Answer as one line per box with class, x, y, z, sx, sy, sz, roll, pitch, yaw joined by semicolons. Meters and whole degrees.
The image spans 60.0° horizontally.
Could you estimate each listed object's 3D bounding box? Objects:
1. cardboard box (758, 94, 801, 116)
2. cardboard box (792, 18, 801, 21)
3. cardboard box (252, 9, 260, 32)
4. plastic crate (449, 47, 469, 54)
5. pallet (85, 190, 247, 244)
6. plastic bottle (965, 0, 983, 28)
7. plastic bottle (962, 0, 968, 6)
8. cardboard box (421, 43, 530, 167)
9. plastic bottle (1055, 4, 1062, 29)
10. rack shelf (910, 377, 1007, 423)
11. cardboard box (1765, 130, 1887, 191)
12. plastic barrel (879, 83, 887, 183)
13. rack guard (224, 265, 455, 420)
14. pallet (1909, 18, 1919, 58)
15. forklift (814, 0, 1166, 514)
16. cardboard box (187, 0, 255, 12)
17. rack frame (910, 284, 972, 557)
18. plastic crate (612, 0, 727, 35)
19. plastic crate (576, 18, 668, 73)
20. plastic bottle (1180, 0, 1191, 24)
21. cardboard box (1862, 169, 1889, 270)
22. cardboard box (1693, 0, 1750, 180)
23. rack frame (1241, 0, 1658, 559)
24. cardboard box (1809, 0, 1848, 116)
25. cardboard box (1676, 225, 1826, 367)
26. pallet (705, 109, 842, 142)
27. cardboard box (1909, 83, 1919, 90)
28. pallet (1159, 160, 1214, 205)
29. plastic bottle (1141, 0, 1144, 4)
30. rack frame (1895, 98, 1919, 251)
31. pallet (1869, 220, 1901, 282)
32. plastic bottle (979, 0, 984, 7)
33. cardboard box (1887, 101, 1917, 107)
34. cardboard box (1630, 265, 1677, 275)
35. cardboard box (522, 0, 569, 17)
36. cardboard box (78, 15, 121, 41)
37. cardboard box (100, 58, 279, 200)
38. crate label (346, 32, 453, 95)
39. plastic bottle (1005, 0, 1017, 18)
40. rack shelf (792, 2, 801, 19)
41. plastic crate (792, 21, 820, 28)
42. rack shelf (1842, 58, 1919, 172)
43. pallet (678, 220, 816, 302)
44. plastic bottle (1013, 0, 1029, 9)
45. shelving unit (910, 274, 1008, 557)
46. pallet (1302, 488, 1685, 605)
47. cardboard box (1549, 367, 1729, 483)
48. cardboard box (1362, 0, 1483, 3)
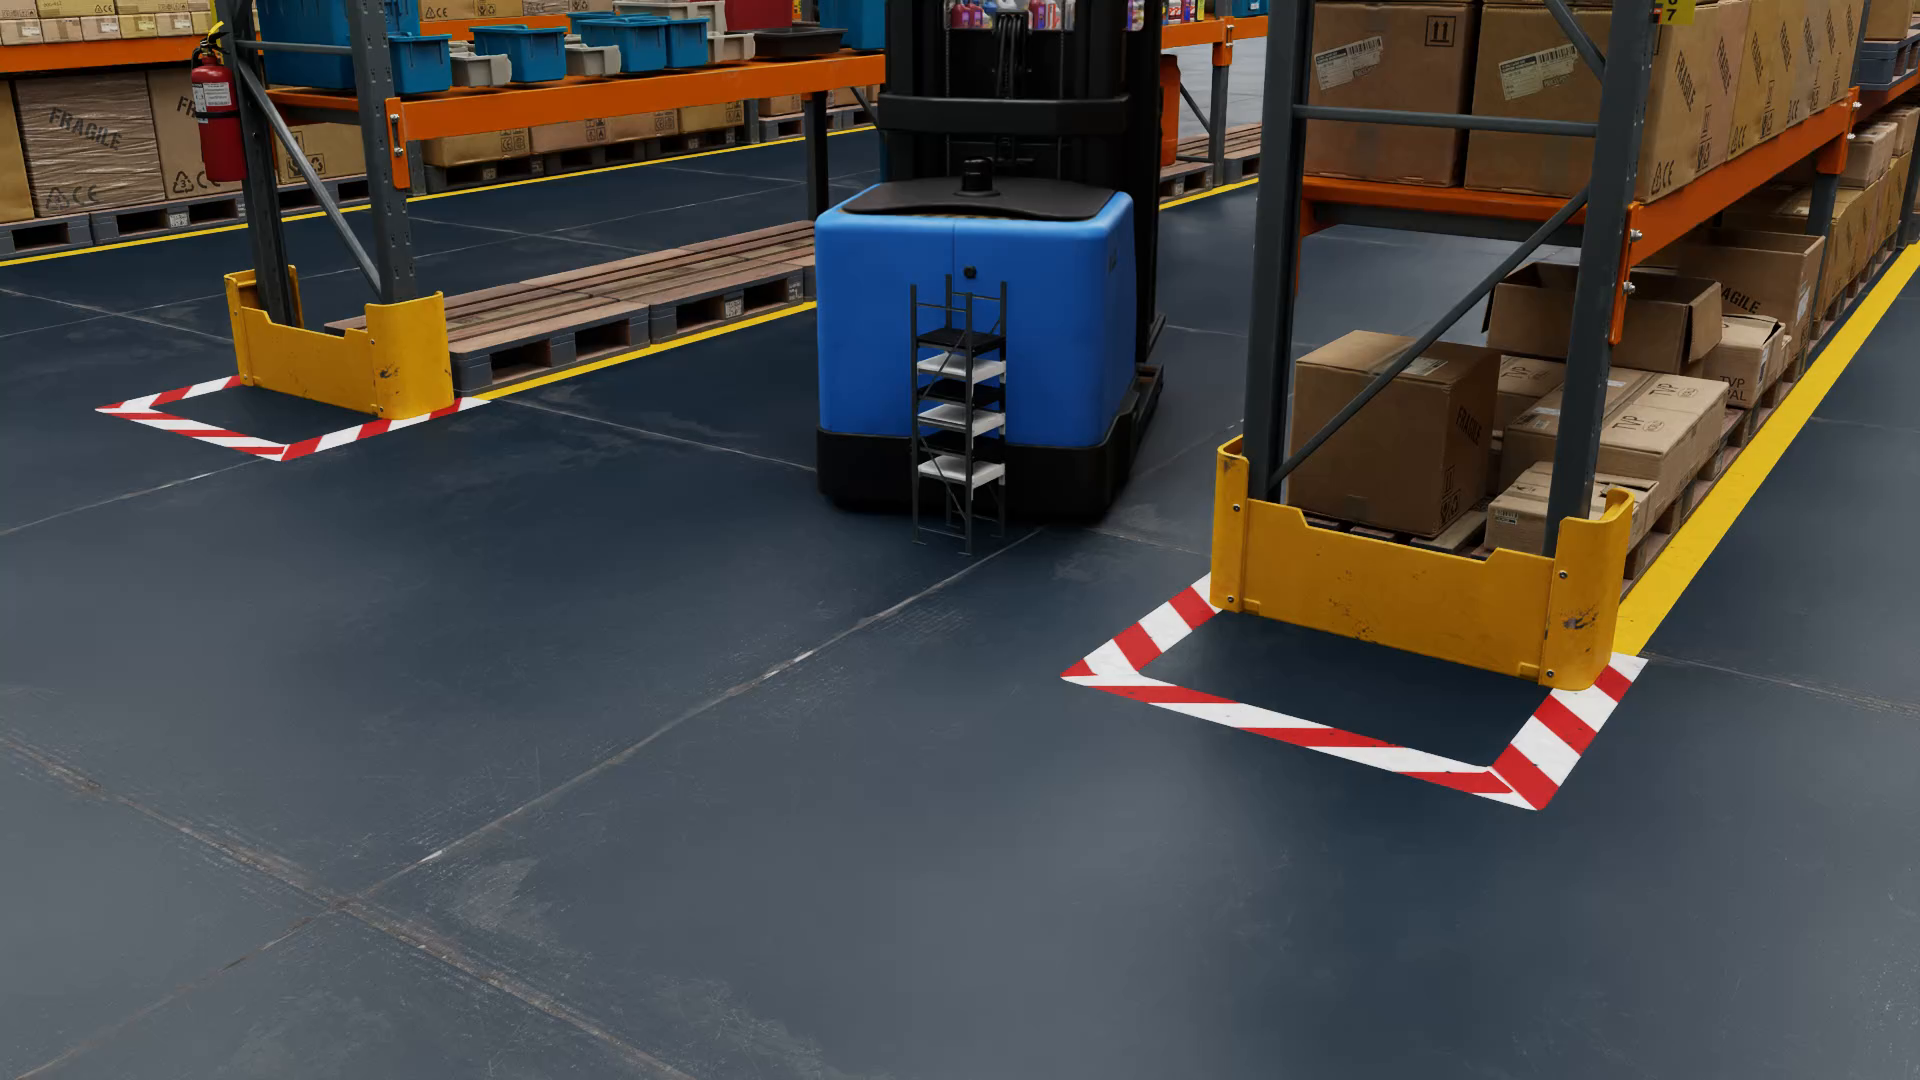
cardboard box;-2.037;-4.577;16.783;0.700;0.500;0.500;12;23;29
cardboard box;-2.764;-7.378;23.846;0.875;0.875;0.875;13;24;31
cardboard box;-5.124;-3.634;11.629;0.380;0.149;0.250;14;24;33
plastic crate;-2.489;-2.259;7.842;0.396;0.136;0.243;13;24;32
pallet;-5.823;-2.337;11.778;1.003;0.211;1.213;13;24;32
plastic bottle;0.085;-3.239;10.365;0.061;0.283;0.133;13;24;32
plastic bottle;0.008;-3.579;11.303;0.097;0.271;0.097;0;20;0
cardboard box;-4.302;-3.587;13.596;1.225;0.875;0.875;13;24;32
plastic bottle;0.635;-3.492;11.168;0.097;0.201;0.097;0;20;0
rack shelf;-0.005;-0.473;5.583;0.258;0.077;0.200;13;24;32
cardboard box;4.581;-2.030;8.817;0.500;0.250;0.500;13;24;32
plastic barrel;-0.229;-2.599;10.886;0.600;0.901;0.708;13;24;32
rack guard;-2.800;-0.904;7.487;1.175;0.500;0.348;13;24;32
pallet;4.705;-2.765;9.192;1.003;0.211;1.213;13;24;32
forklift;0.297;-1.941;6.789;1.130;2.935;3.031;4;21;11
cardboard box;-5.252;-3.795;11.488;0.500;0.250;0.500;14;24;33
rack frame;-0.062;-0.391;5.524;0.240;0.900;0.006;13;24;32
plastic crate;-1.560;-2.803;9.105;0.437;0.282;0.530;13;24;32
plastic crate;-1.646;-2.419;8.137;0.416;0.233;0.300;13;24;32
plastic bottle;1.695;-4.061;12.587;0.061;0.283;0.133;13;24;32
cardboard box;4.882;-1.833;9.367;0.500;0.500;0.500;12;24;30
cardboard box;2.050;-1.390;5.055;0.500;0.500;0.500;13;24;31
rack frame;1.297;-1.118;4.465;1.000;3.000;0.127;13;24;32
cardboard box;3.188;-1.971;6.626;0.500;0.500;0.500;14;25;33
cardboard box;3.460;-1.081;7.333;0.500;0.500;0.500;13;24;32
pallet;-1.956;-4.263;16.985;1.003;0.211;1.213;13;24;32
cardboard box;8.413;-4.137;14.903;0.500;0.500;0.500;13;24;32
pallet;1.291;-2.839;13.135;1.003;0.211;1.213;13;24;32
plastic bottle;1.342;-3.853;12.144;0.097;0.201;0.097;0;20;0
rack frame;5.794;-3.414;10.670;1.000;3.000;0.127;13;24;32
pallet;5.343;-1.899;10.595;1.003;0.211;1.213;13;24;32
plastic bottle;0.100;-3.706;11.638;0.152;0.276;0.135;13;24;32
cardboard box;7.197;-3.123;12.434;0.500;0.311;0.500;13;24;31
cardboard box;3.131;-1.133;7.746;0.500;0.311;0.500;13;24;32
cardboard box;-3.616;-4.617;13.779;0.500;0.500;0.500;13;24;31
cardboard box;-5.700;-3.340;10.834;0.380;0.149;0.250;13;24;31
cardboard box;-5.588;-2.967;11.921;0.875;0.875;0.875;13;24;32
crate label;-2.386;-2.042;7.116;0.416;0.233;0.303;13;24;32
plastic bottle;0.320;-3.364;10.722;0.097;0.271;0.097;0;20;0
rack shelf;-1.272;-5.583;17.572;1.077;0.370;4.000;13;24;32
plastic crate;-0.929;-3.032;9.931;0.396;0.136;0.243;13;24;32
rack shelf;4.670;-2.502;9.243;1.077;0.370;4.000;13;24;32
pallet;-0.930;-1.707;10.075;1.003;0.211;1.213;13;24;32
plastic bottle;0.421;-3.529;11.160;0.152;0.276;0.135;13;24;32
shelving unit;-0.005;-0.420;5.603;0.258;0.900;0.210;13;24;32
pallet;1.787;-0.061;5.626;1.003;0.211;1.213;13;24;32
cardboard box;2.399;-0.423;5.913;0.500;0.250;0.500;13;24;32
cardboard box;1.320;-1.816;4.764;0.500;0.500;0.500;13;24;31
